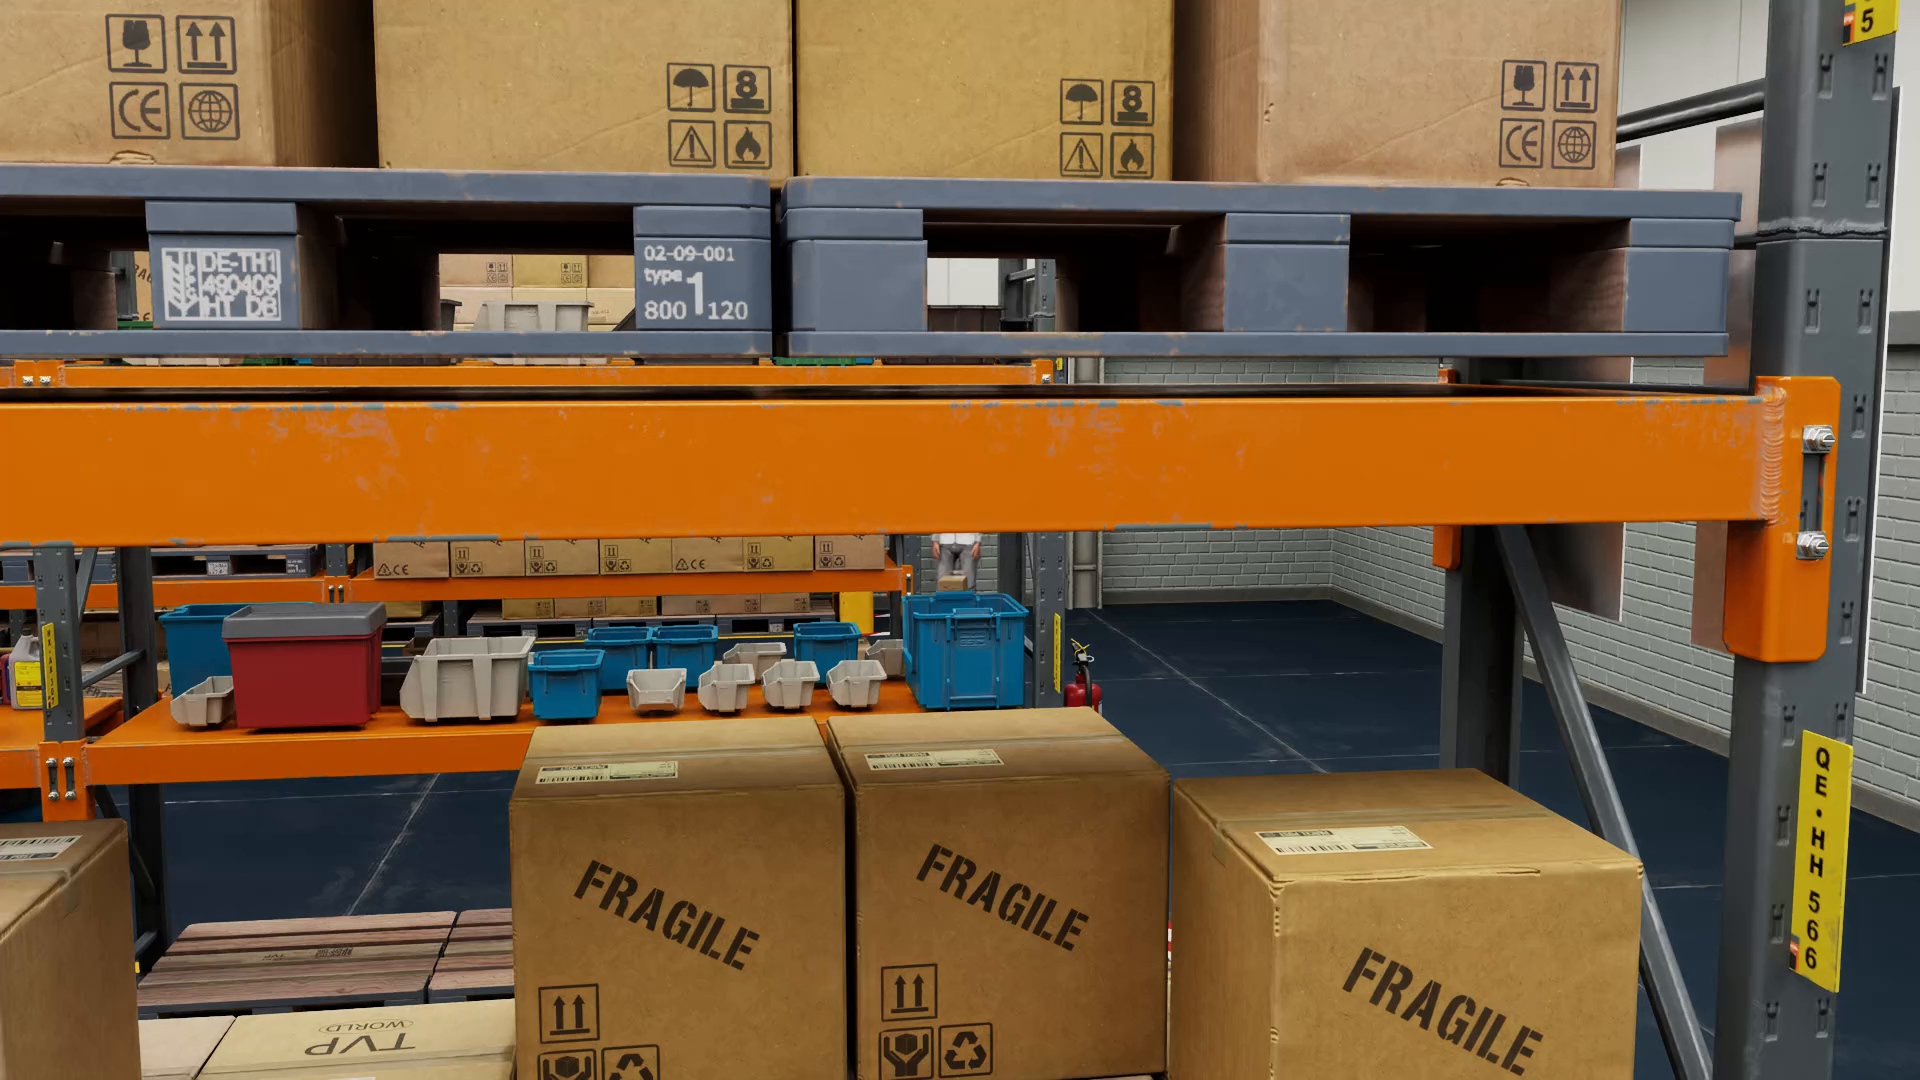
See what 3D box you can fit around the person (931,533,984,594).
[{"bbox_3d":[-0.018,0.059,17.055,0.561,1.775,0.435,1,7,10],"label":"person"}]
